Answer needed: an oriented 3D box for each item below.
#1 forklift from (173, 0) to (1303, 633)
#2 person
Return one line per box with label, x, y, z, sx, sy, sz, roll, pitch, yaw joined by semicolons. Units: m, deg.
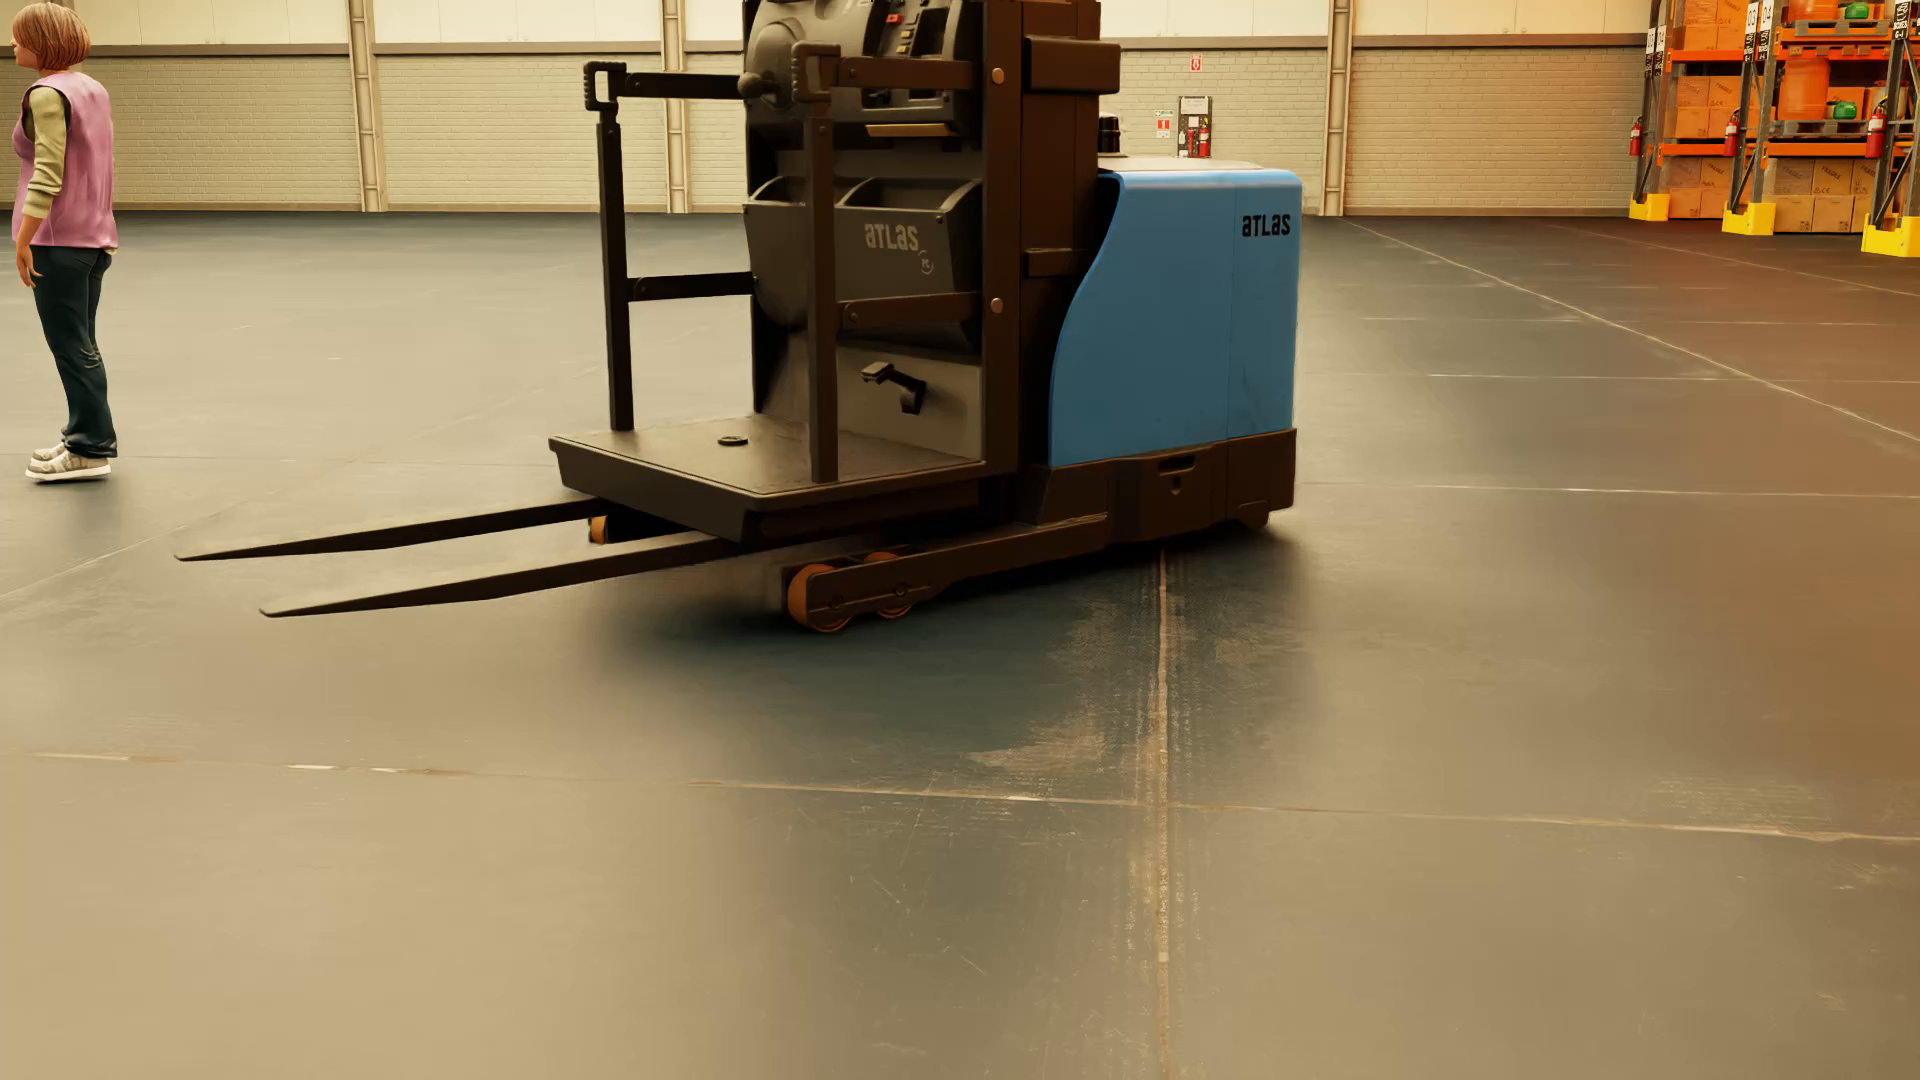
forklift;-0.434;-1.339;4.234;3.031;2.935;1.130;-11;17;-38
person;-3.123;-0.999;5.681;0.474;1.597;0.520;-1;13;-4
